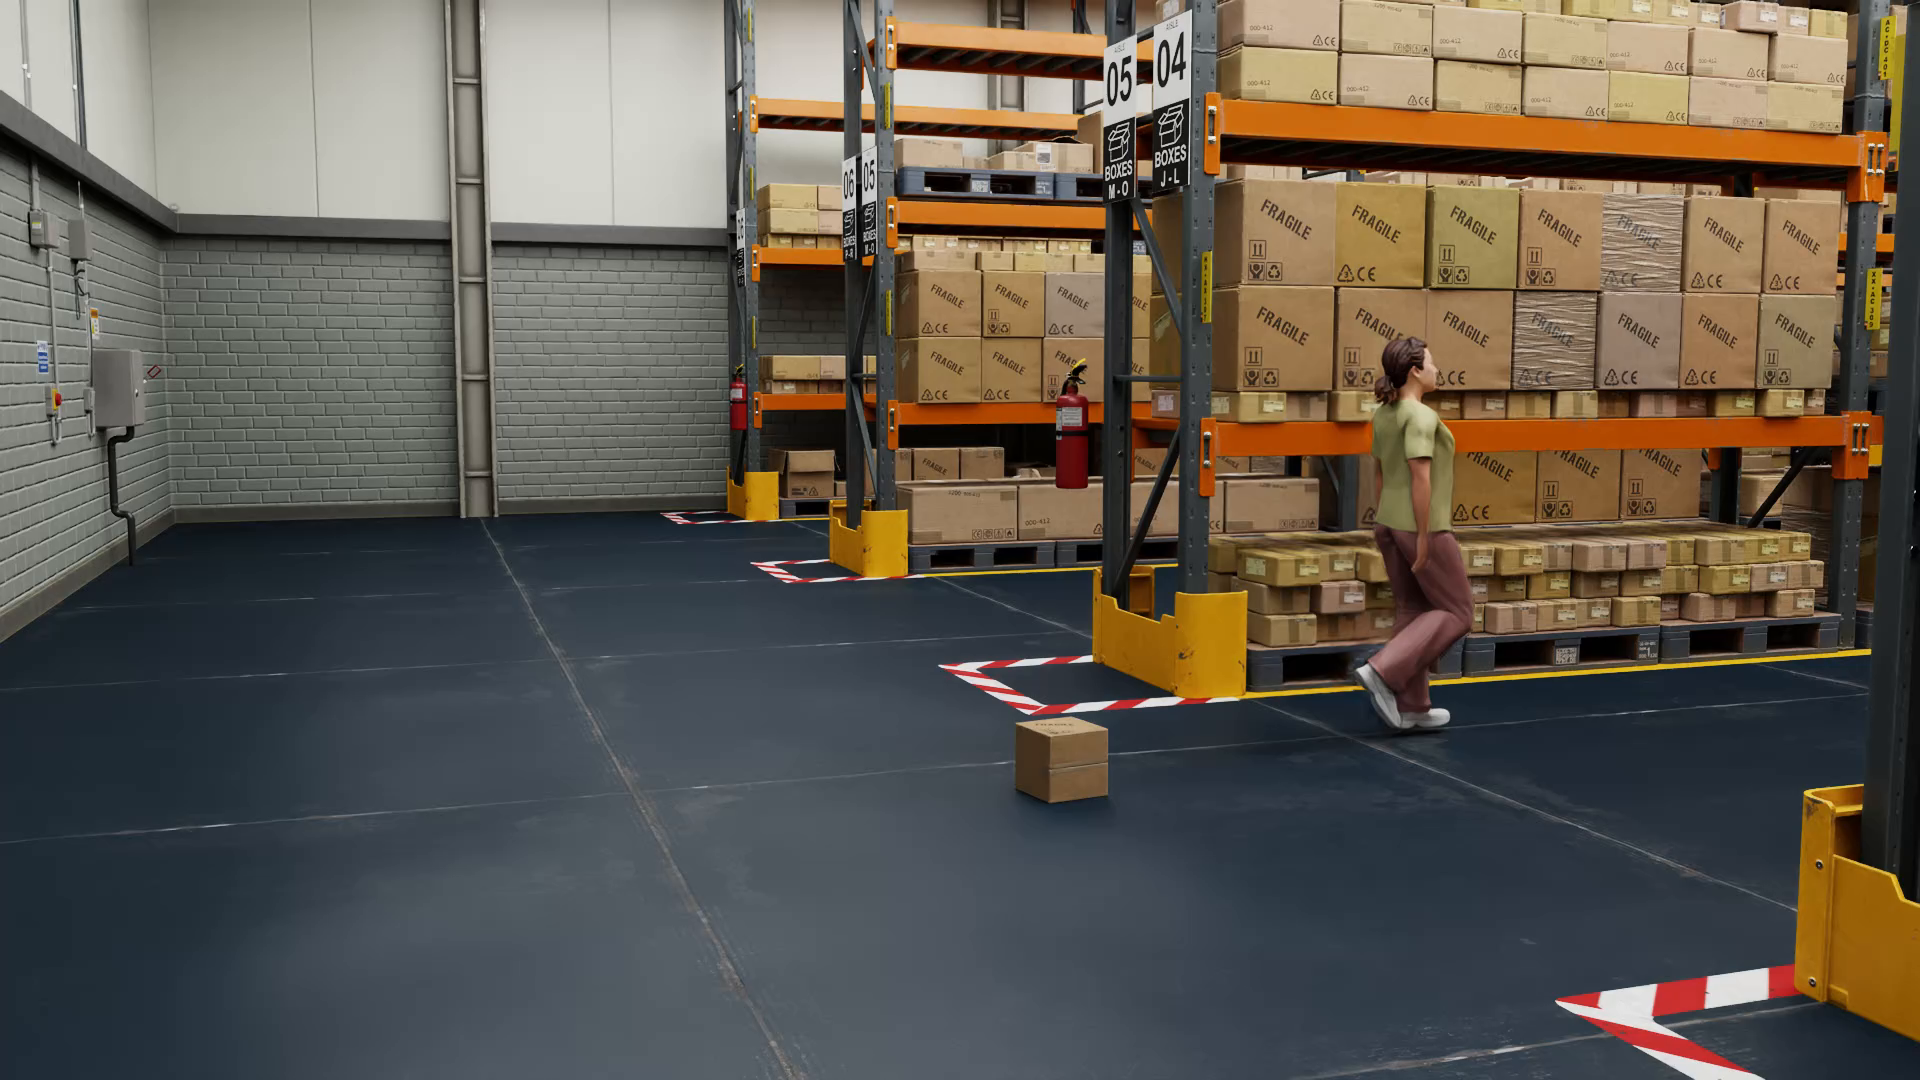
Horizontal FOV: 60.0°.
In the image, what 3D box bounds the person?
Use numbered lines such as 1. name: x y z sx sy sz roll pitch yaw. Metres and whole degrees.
1. person: 1.870 -0.021 7.002 0.528 1.660 0.447 -2 6 -16
